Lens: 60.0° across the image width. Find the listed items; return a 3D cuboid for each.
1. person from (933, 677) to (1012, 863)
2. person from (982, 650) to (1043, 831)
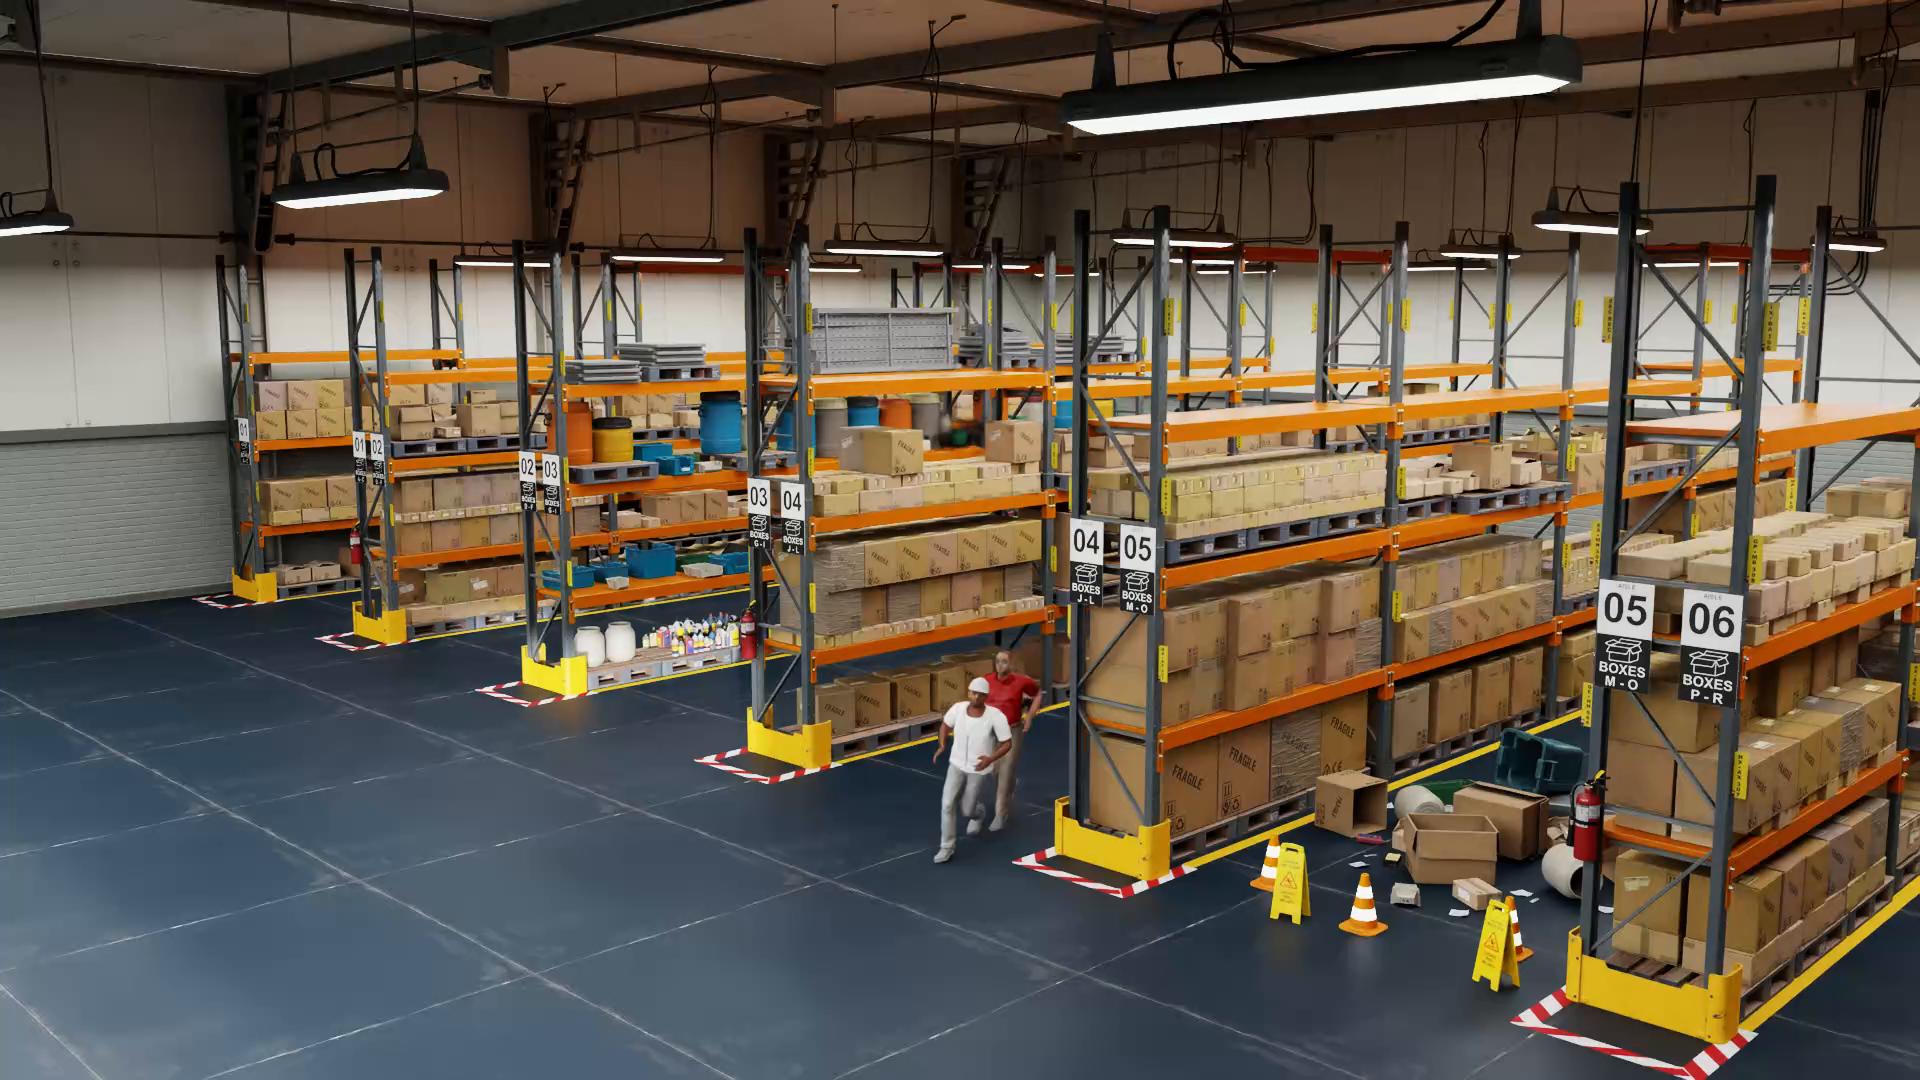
[{"bbox_3d":[0.127,2.122,15.631,0.746,1.728,0.824,3,9,22],"label":"person"},{"bbox_3d":[0.449,1.975,16.736,0.691,1.773,0.894,3,9,20],"label":"person"}]
